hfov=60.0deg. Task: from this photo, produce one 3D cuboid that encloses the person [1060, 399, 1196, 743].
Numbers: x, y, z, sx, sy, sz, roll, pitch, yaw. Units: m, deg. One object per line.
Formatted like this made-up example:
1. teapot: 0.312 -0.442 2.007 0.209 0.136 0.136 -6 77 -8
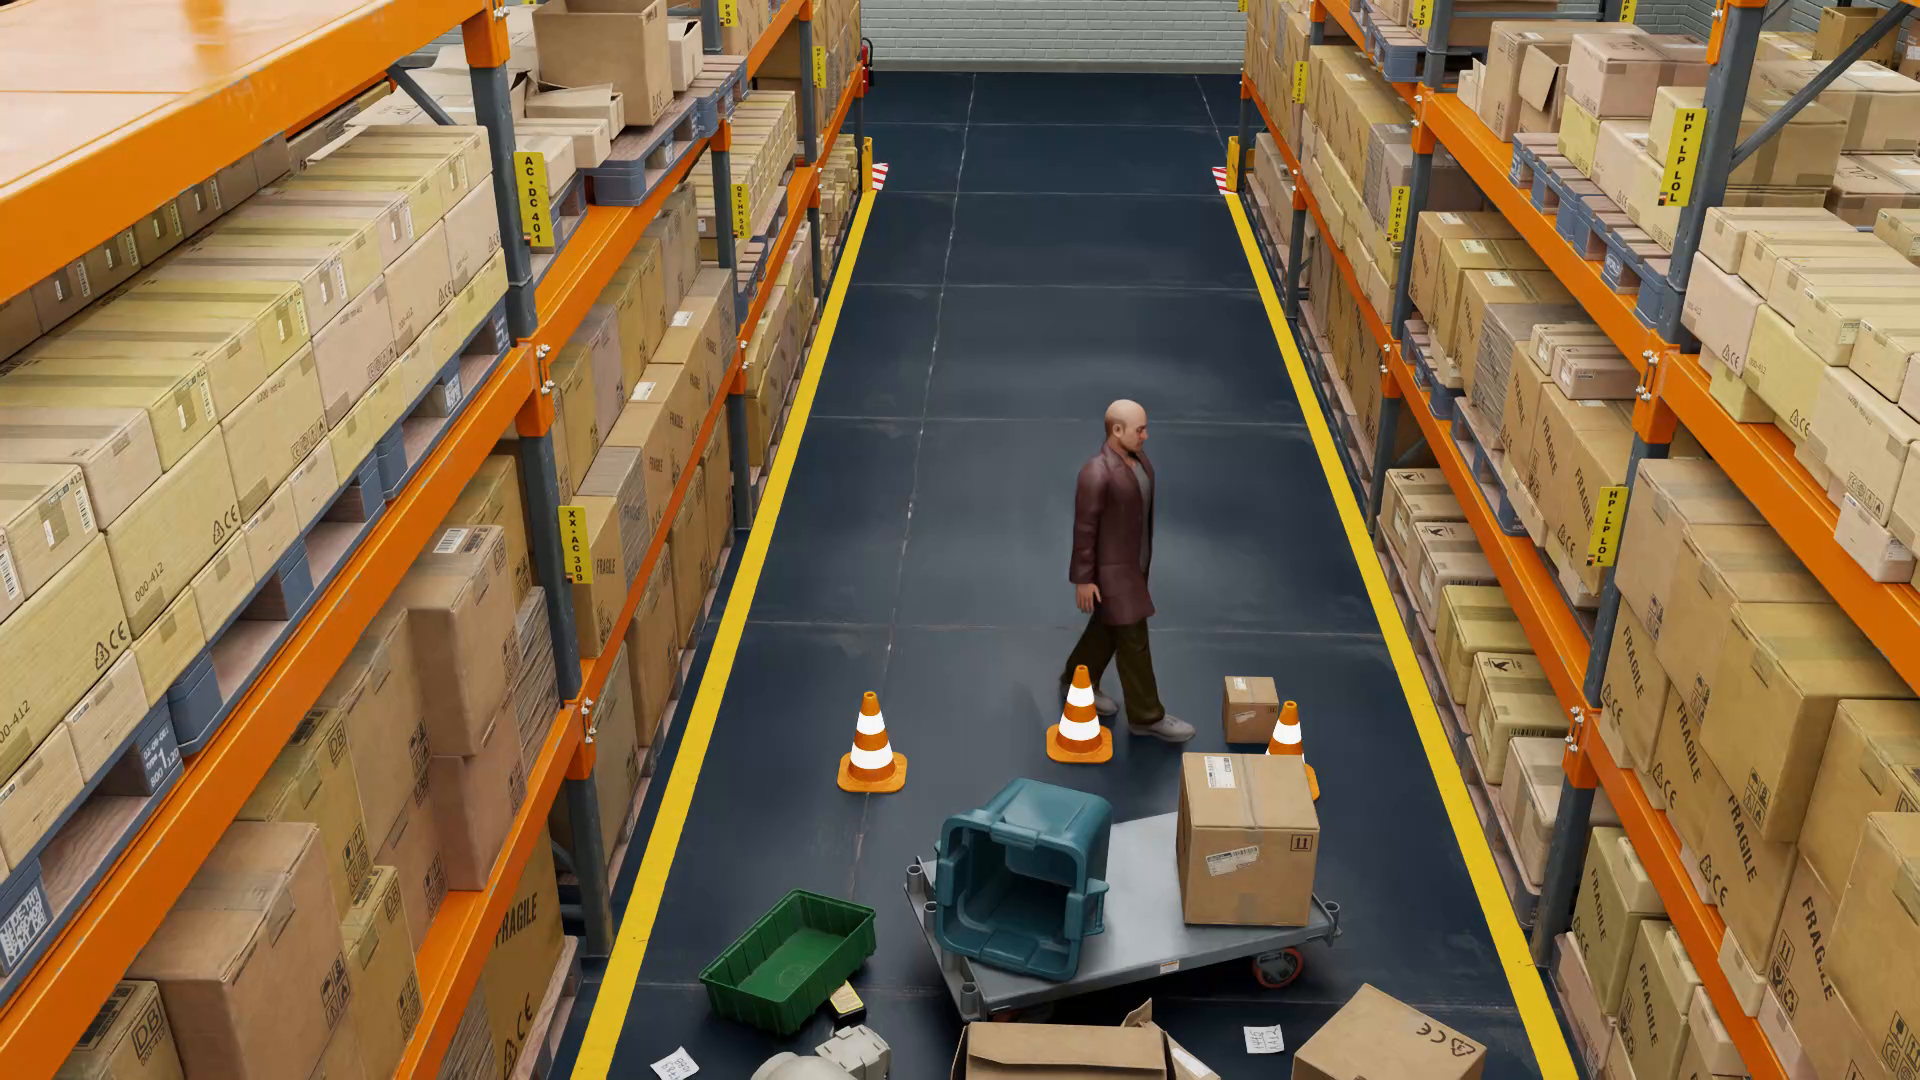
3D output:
1. person: 0.886 0.149 8.344 0.831 1.759 0.634 15 31 26
